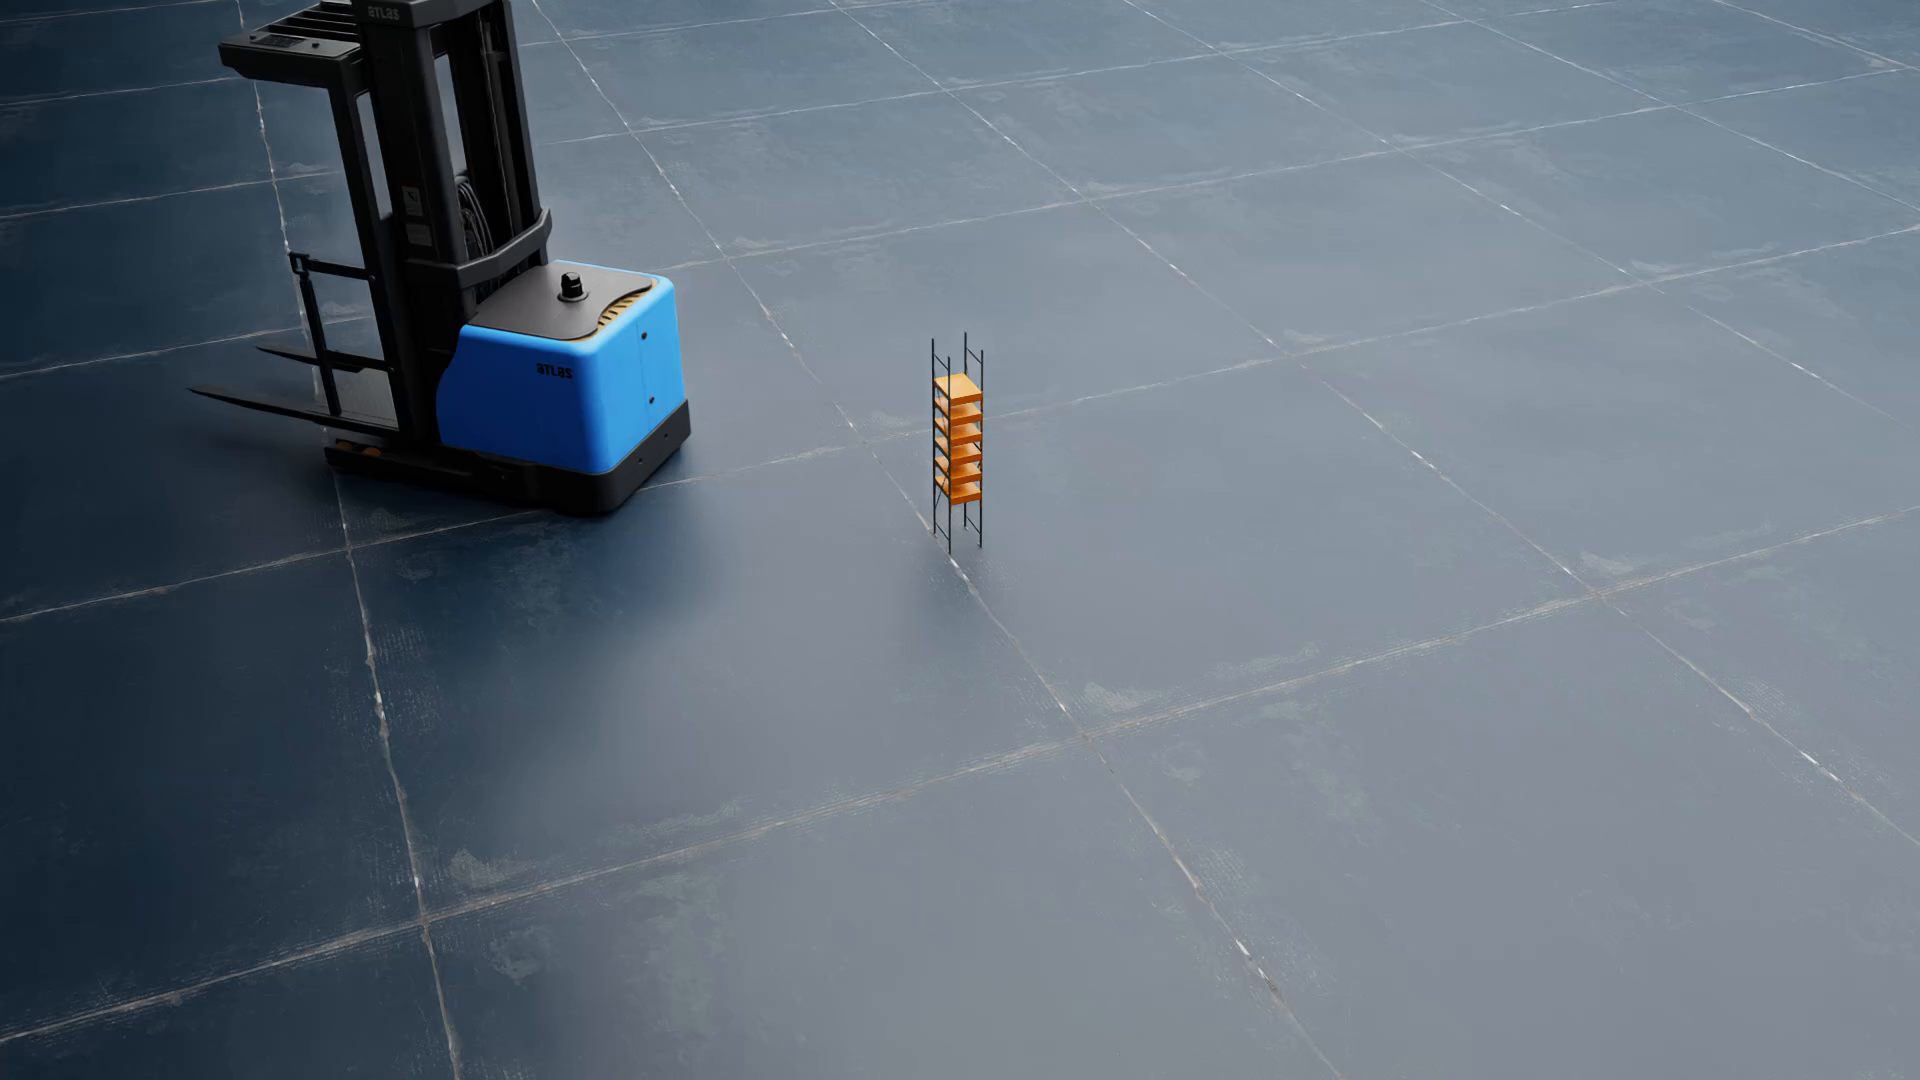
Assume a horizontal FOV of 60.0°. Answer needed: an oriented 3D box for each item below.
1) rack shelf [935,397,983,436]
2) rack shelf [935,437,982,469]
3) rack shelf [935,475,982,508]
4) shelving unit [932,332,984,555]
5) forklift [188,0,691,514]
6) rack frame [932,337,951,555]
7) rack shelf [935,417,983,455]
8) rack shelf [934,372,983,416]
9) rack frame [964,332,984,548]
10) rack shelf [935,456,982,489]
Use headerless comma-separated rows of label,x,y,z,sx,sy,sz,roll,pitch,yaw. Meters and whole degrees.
rack shelf,-0.013,-0.664,8.729,0.180,0.103,0.258,-13,35,-19
rack shelf,-0.013,-0.463,8.860,0.180,0.103,0.258,-13,35,-19
rack shelf,-0.013,-0.261,8.991,0.180,0.103,0.258,-13,35,-19
shelving unit,-0.013,-0.500,8.836,0.189,1.200,0.258,-13,35,-19
forklift,-3.194,-1.860,9.339,3.031,2.935,1.130,11,35,17
rack frame,-0.098,-0.481,8.806,0.006,1.200,0.240,-13,35,-19
rack shelf,-0.013,-0.563,8.795,0.180,0.103,0.258,-13,35,-19
rack shelf,-0.013,-0.764,8.664,0.180,0.103,0.258,-13,35,-19
rack frame,0.071,-0.519,8.866,0.006,1.200,0.240,-13,35,-19
rack shelf,-0.013,-0.362,8.926,0.180,0.103,0.258,-13,35,-19
